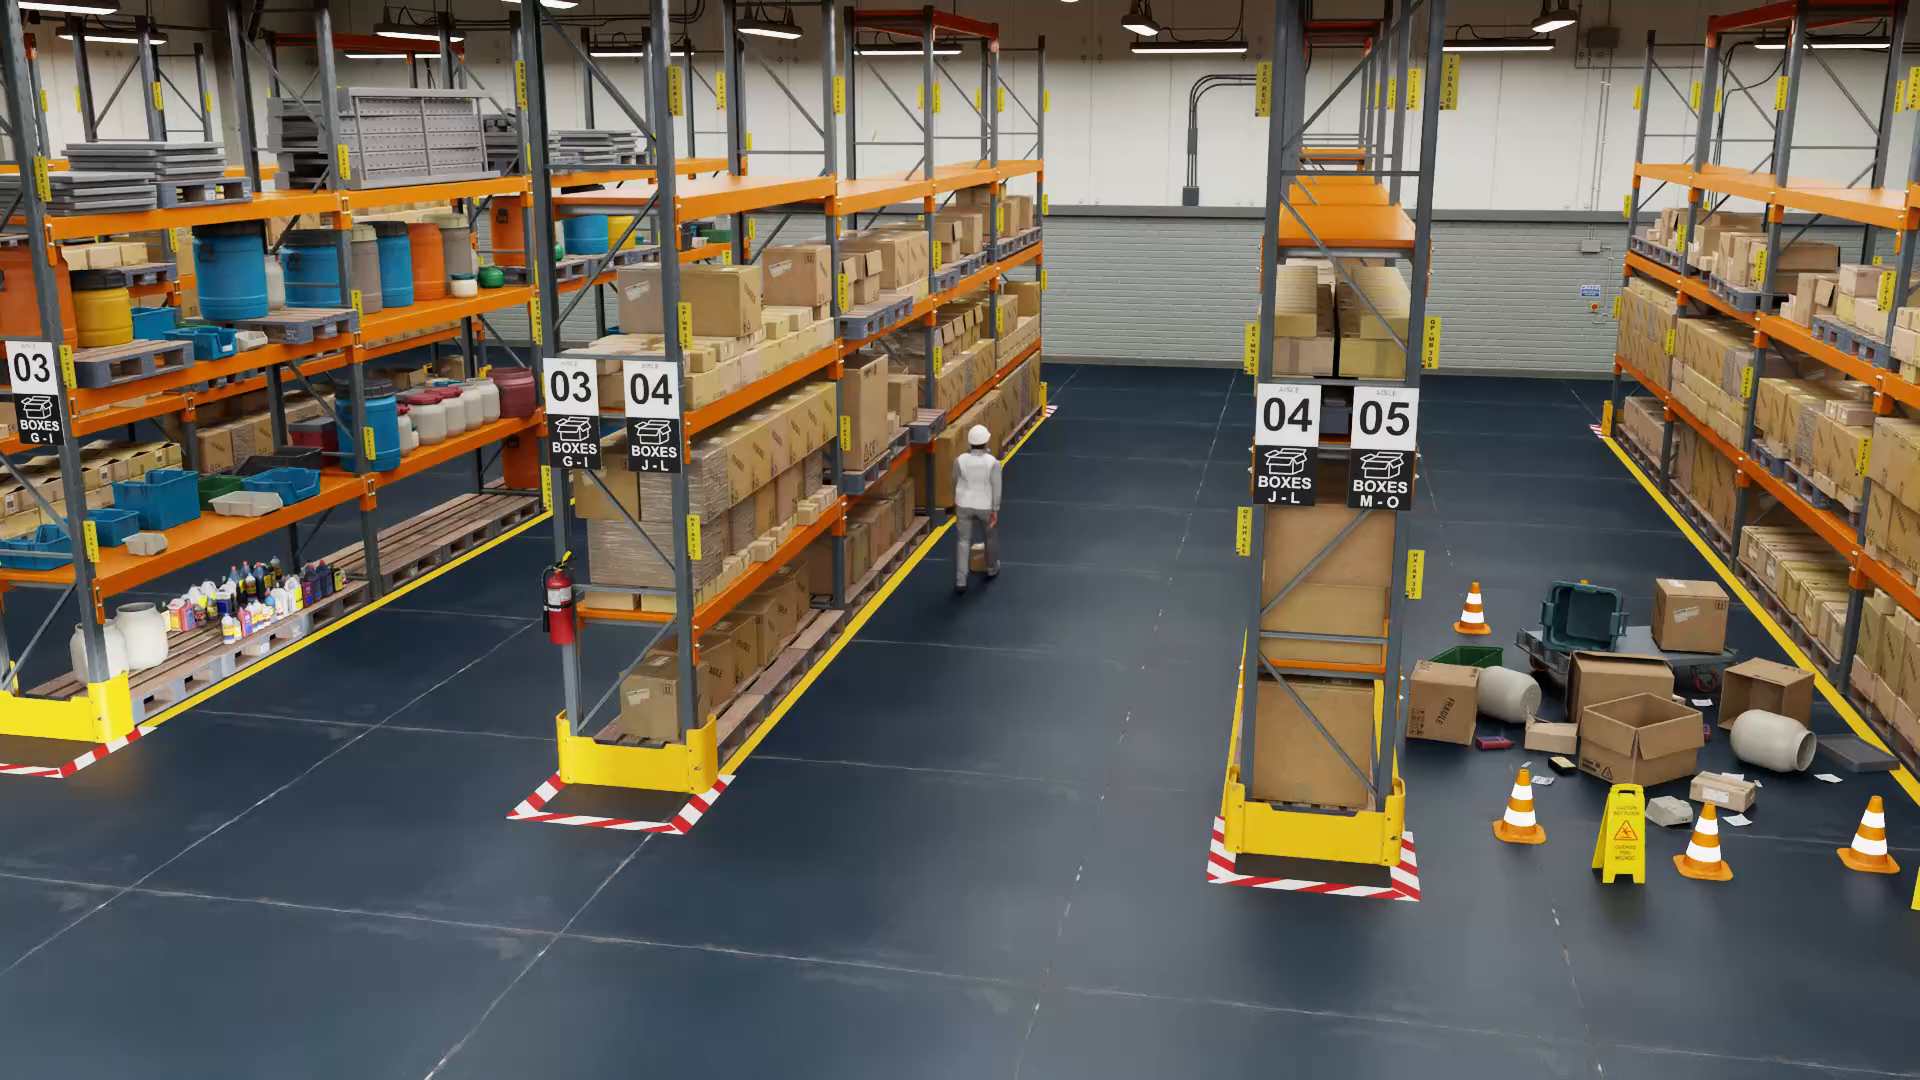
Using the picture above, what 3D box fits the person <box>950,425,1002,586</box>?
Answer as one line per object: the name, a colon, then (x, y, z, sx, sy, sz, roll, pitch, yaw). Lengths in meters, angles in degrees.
person: (0.169, -0.390, 17.510, 0.538, 1.721, 1.005, 0, 15, 1)
